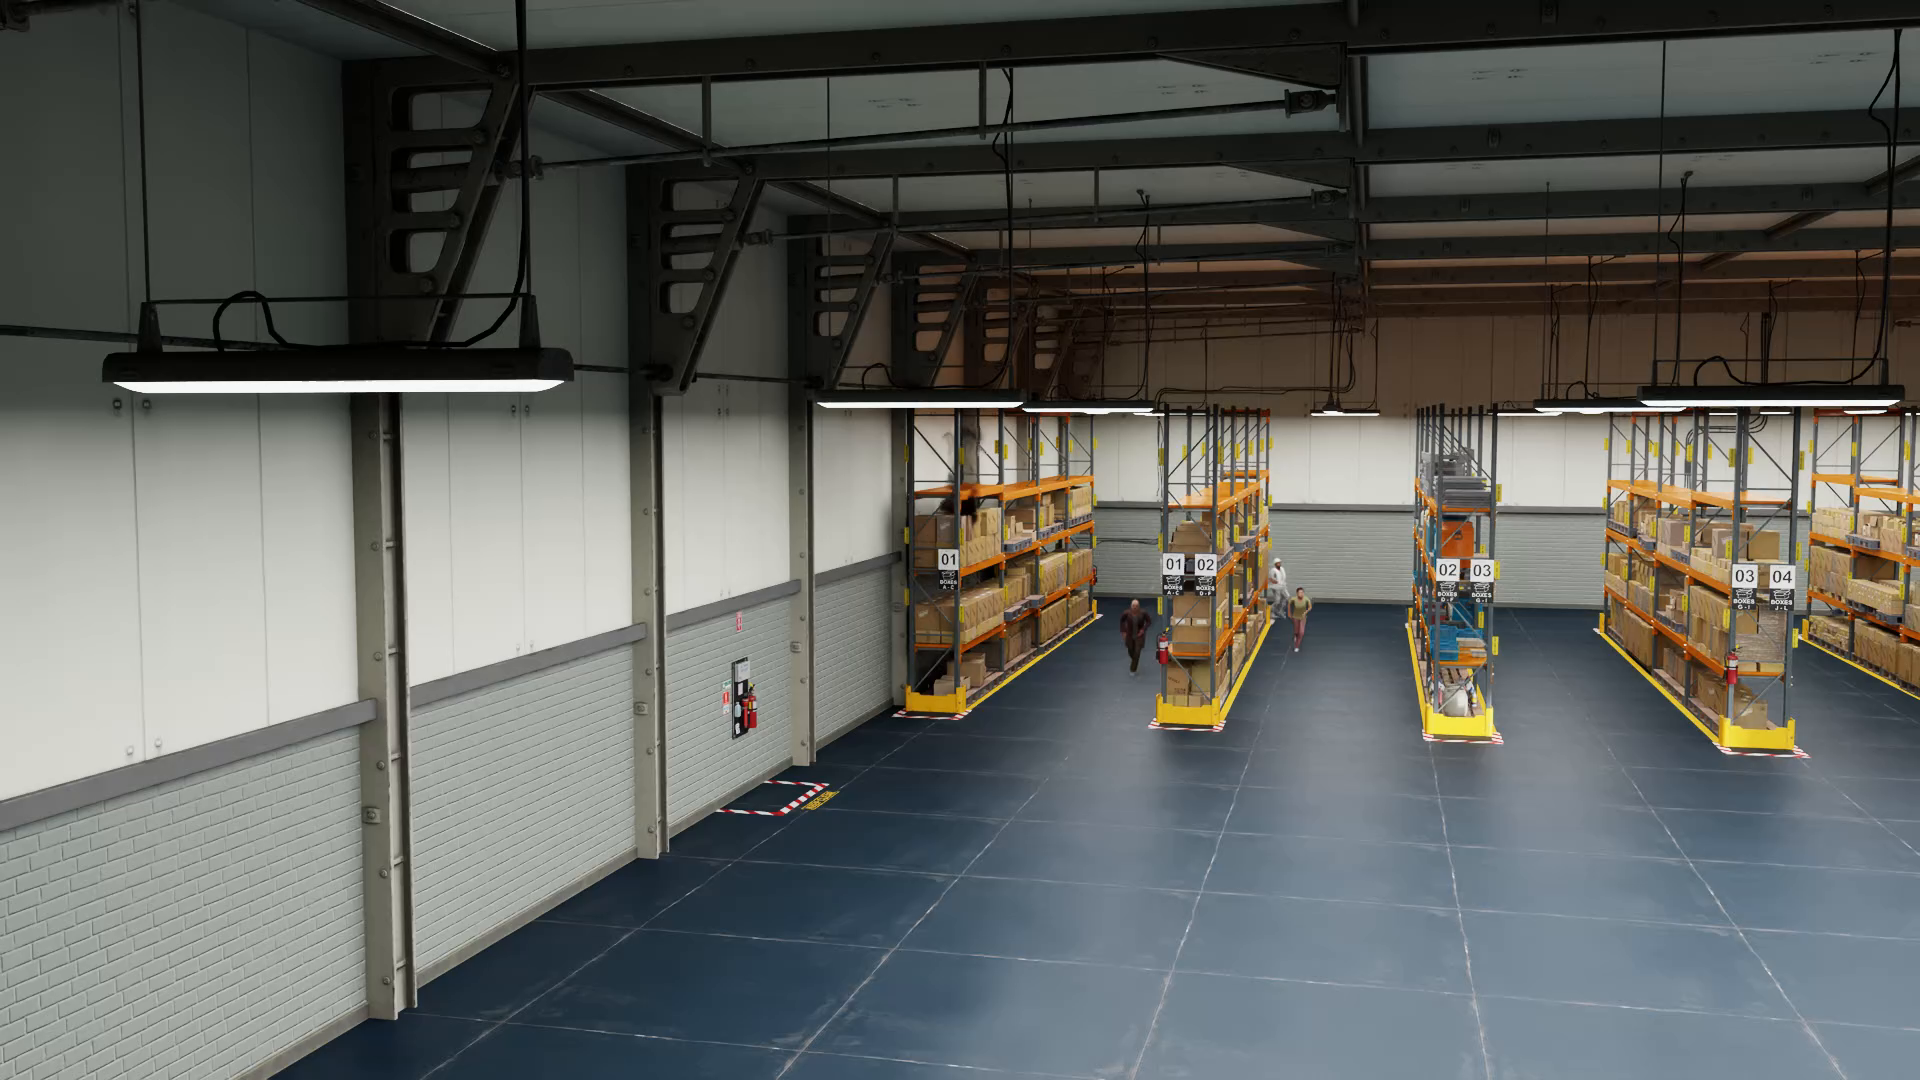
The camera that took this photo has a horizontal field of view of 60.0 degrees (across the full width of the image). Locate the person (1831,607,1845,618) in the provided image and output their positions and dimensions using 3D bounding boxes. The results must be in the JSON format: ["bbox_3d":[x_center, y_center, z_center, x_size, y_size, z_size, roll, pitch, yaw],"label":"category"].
[{"bbox_3d":[23.376,1.751,44.116,0.519,1.529,0.563,3,5,39],"label":"person"}]

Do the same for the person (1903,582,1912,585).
[{"bbox_3d":[23.730,1.867,41.609,0.690,1.685,0.739,1,4,15],"label":"person"}]

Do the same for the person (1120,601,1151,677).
[{"bbox_3d":[3.926,2.182,37.218,0.707,1.718,0.815,0,4,6],"label":"person"}]

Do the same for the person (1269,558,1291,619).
[{"bbox_3d":[9.105,1.395,47.525,0.664,1.777,0.689,-3,5,-38],"label":"person"}]

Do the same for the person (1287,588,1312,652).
[{"bbox_3d":[8.373,1.957,41.041,0.572,1.600,0.693,0,4,4],"label":"person"}]
